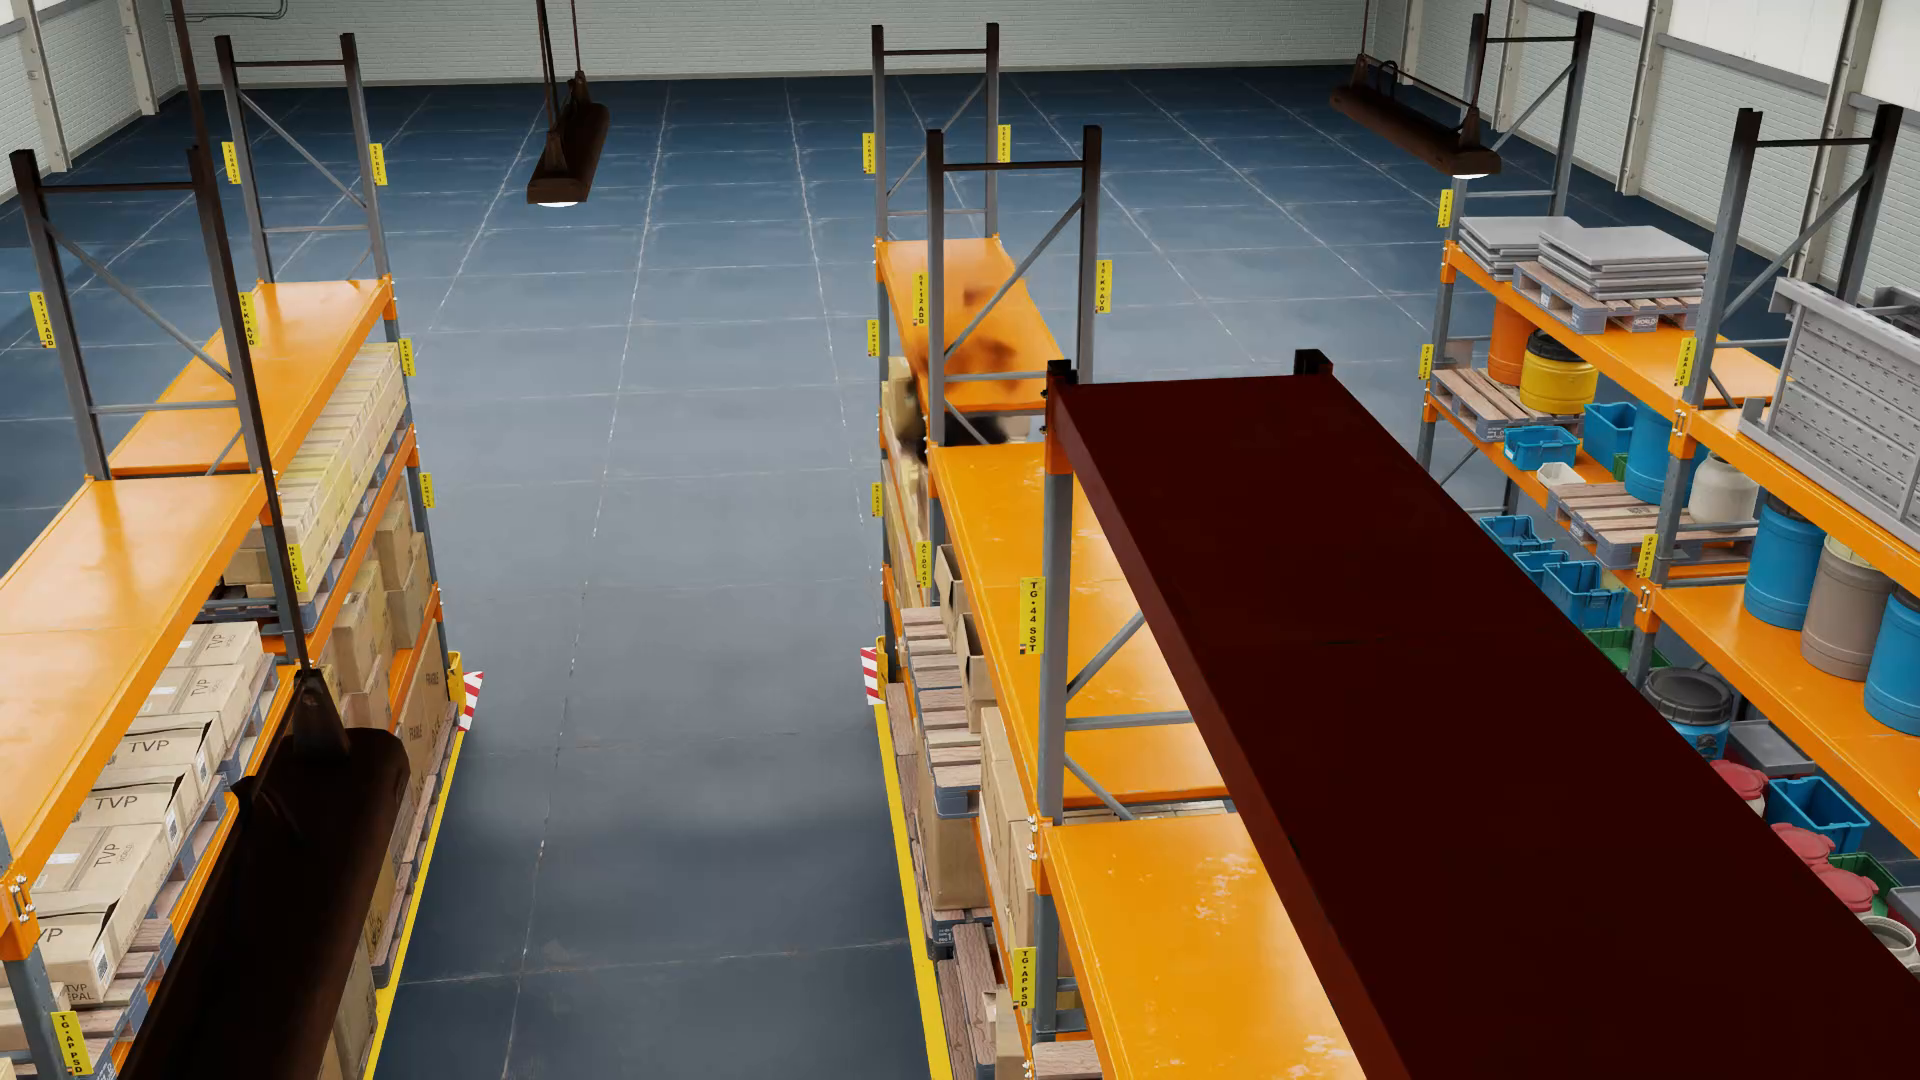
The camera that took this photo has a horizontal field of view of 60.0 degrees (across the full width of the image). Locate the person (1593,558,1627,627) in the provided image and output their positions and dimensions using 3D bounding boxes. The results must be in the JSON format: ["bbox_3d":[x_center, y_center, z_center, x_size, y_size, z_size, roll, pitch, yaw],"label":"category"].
[{"bbox_3d":[6.135,0.476,15.642,0.590,1.629,0.566,-6,26,-13],"label":"person"}]
